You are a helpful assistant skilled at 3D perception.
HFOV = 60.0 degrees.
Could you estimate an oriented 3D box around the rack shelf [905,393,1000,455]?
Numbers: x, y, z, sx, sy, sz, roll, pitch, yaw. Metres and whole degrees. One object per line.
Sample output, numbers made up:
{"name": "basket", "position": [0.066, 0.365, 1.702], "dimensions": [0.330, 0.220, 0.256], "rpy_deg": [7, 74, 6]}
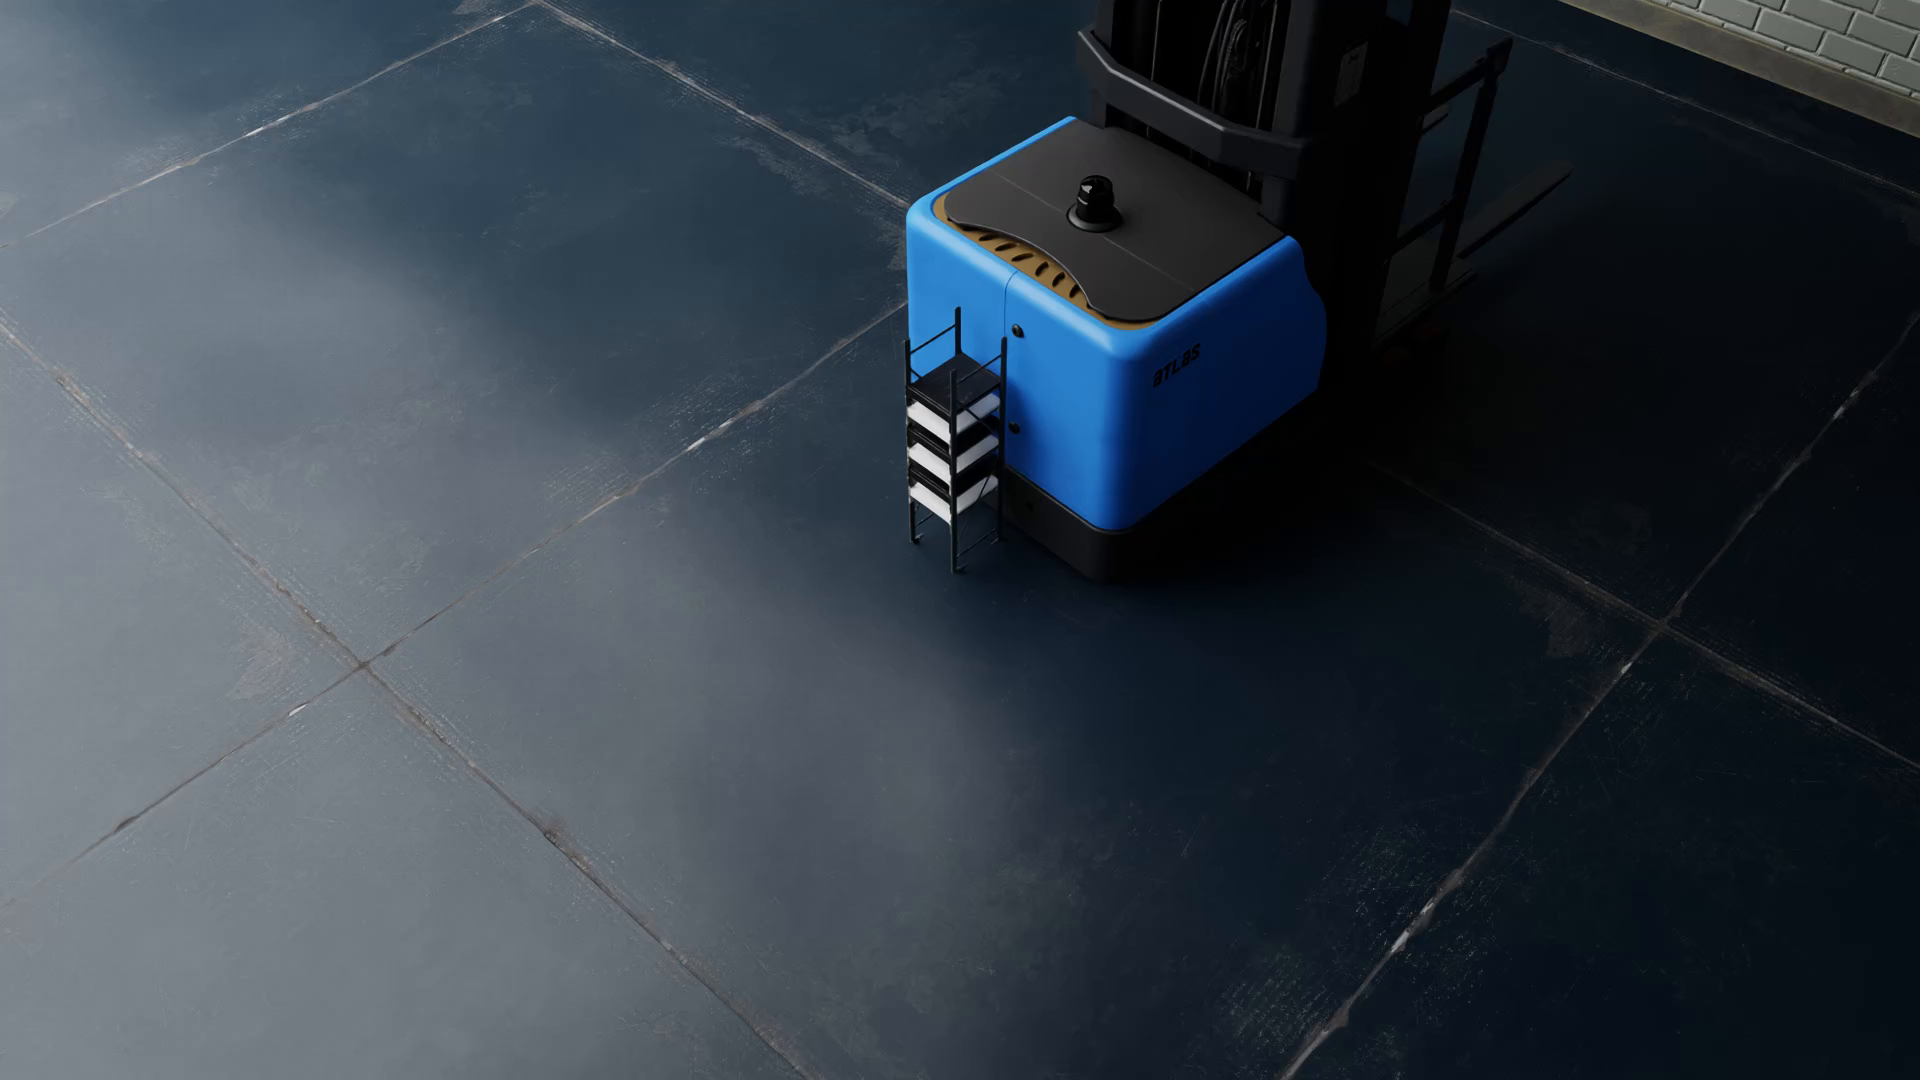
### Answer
{"name": "rack shelf", "position": [-0.013, -0.409, 5.315], "dimensions": [0.258, 0.077, 0.200], "rpy_deg": [-36, 56, -29]}

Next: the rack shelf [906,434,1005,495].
{"name": "rack shelf", "position": [-0.013, -0.286, 5.447], "dimensions": [0.258, 0.077, 0.200], "rpy_deg": [-36, 56, -29]}

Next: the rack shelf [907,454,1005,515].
{"name": "rack shelf", "position": [-0.013, -0.224, 5.512], "dimensions": [0.258, 0.077, 0.200], "rpy_deg": [-36, 56, -29]}

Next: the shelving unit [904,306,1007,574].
{"name": "shelving unit", "position": [-0.013, -0.308, 5.422], "dimensions": [0.258, 0.900, 0.210], "rpy_deg": [-36, 56, -29]}

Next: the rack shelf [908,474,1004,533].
{"name": "rack shelf", "position": [-0.013, -0.162, 5.578], "dimensions": [0.258, 0.077, 0.200], "rpy_deg": [-36, 56, -29]}

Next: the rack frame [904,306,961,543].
{"name": "rack frame", "position": [-0.085, -0.361, 5.472], "dimensions": [0.240, 0.900, 0.006], "rpy_deg": [-36, 56, -29]}

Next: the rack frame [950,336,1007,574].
{"name": "rack frame", "position": [0.058, -0.256, 5.373], "dimensions": [0.240, 0.900, 0.006], "rpy_deg": [-36, 56, -29]}

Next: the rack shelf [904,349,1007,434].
{"name": "rack shelf", "position": [-0.013, -0.471, 5.250], "dimensions": [0.258, 0.077, 0.200], "rpy_deg": [-36, 56, -29]}

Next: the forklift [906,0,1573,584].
{"name": "forklift", "position": [1.224, -1.816, 5.445], "dimensions": [3.031, 2.935, 1.130], "rpy_deg": [-35, 56, -28]}

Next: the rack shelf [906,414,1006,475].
{"name": "rack shelf", "position": [-0.013, -0.347, 5.381], "dimensions": [0.258, 0.077, 0.200], "rpy_deg": [-36, 56, -29]}
